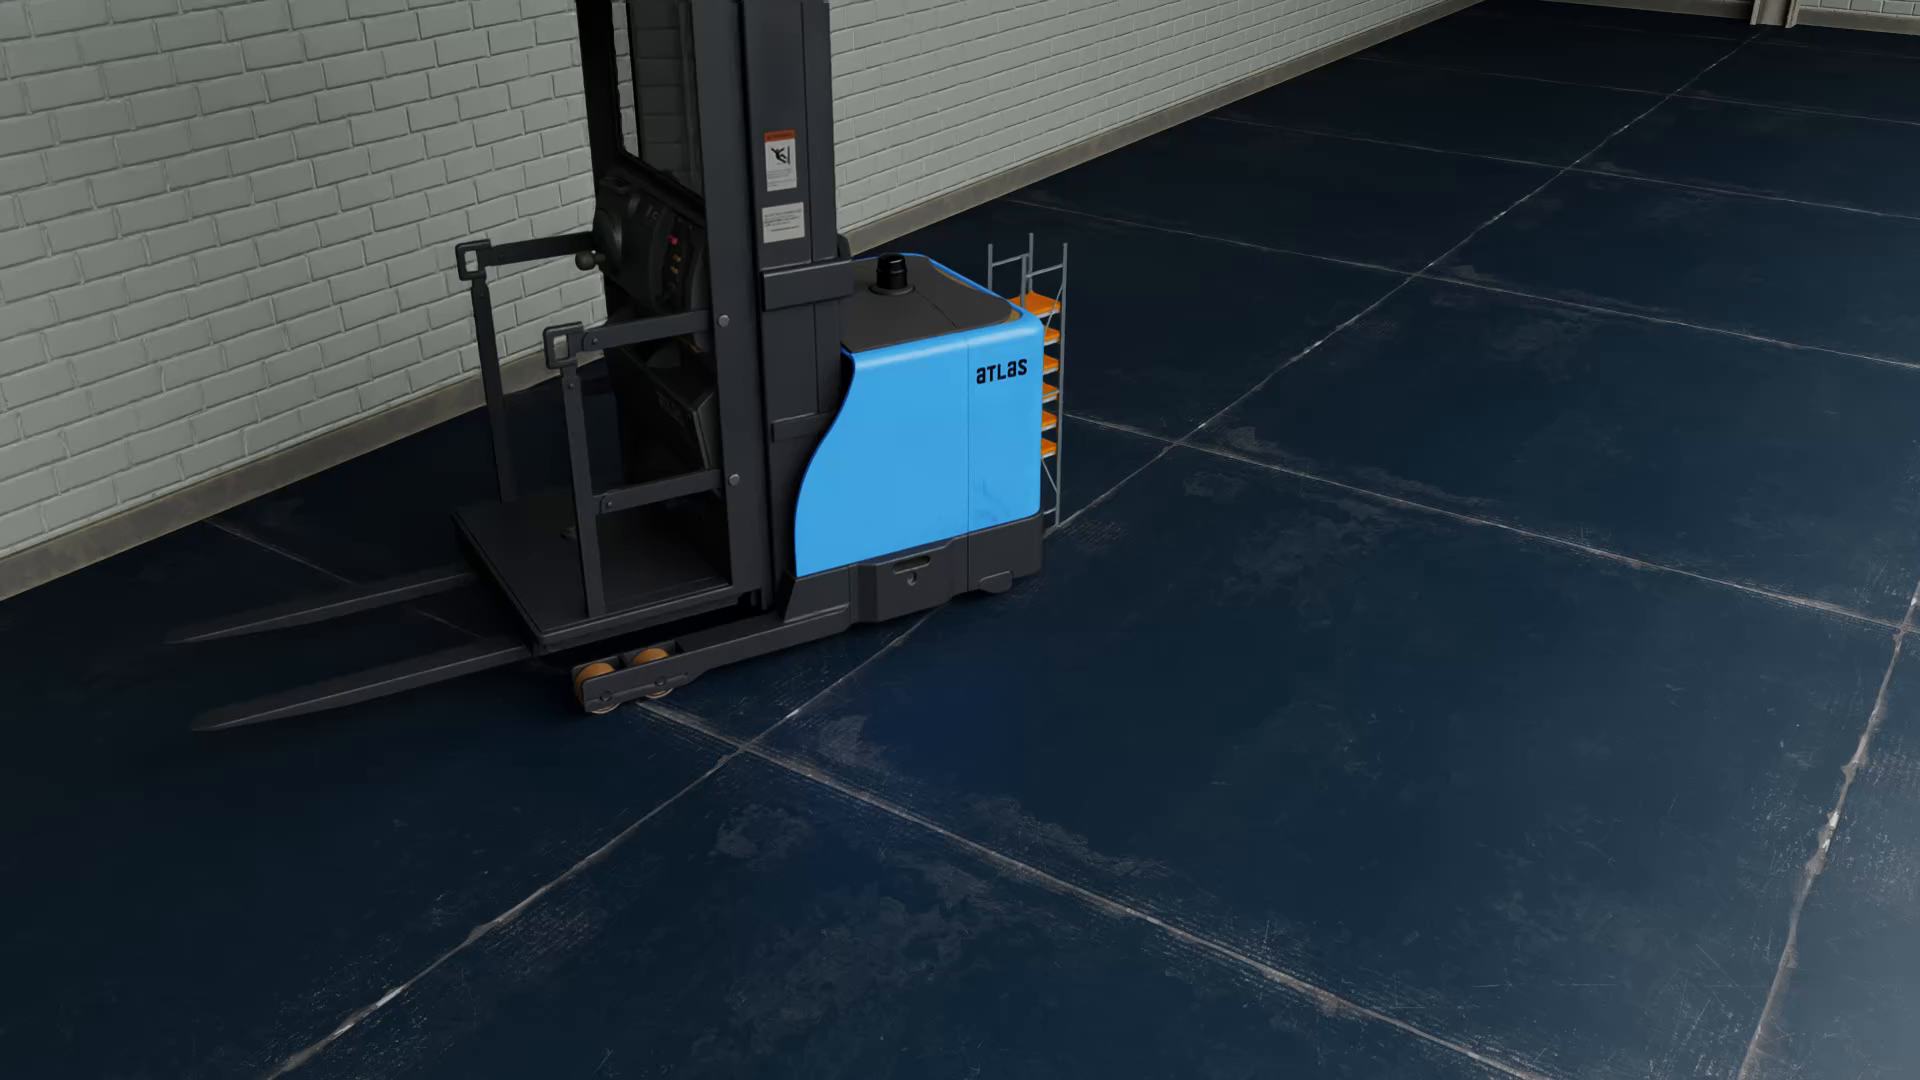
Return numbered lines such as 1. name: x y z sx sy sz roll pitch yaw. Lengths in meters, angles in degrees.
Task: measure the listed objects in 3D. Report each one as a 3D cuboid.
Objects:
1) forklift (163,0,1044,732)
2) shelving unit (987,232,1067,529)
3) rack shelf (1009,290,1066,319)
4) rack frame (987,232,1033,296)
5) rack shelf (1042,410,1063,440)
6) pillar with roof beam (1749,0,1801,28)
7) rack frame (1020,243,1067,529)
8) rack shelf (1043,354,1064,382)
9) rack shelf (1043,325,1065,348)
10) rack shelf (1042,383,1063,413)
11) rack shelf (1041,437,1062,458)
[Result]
1. forklift: -1.218 -0.995 5.474 3.031 2.935 1.130 -15 30 -26
2. shelving unit: 0.256 -0.590 6.586 0.258 1.200 0.189 -23 35 -37
3. rack shelf: 0.256 -0.871 6.443 0.258 0.103 0.180 -23 35 -37
4. rack frame: 0.194 -0.620 6.646 0.240 1.200 0.006 -23 35 -37
5. rack shelf: 0.256 -0.443 6.661 0.258 0.103 0.180 -23 35 -37
6. pillar with roof beam: 6.023 -7.774 12.104 0.400 9.000 9.100 17 32 30
7. rack frame: 0.318 -0.559 6.526 0.240 1.200 0.006 -23 35 -37
8. rack shelf: 0.256 -0.657 6.552 0.258 0.103 0.180 -23 35 -37
9. rack shelf: 0.256 -0.764 6.497 0.258 0.103 0.180 -23 35 -37
10. rack shelf: 0.256 -0.550 6.606 0.258 0.103 0.180 -23 35 -37
11. rack shelf: 0.256 -0.336 6.715 0.258 0.103 0.180 -23 35 -37
